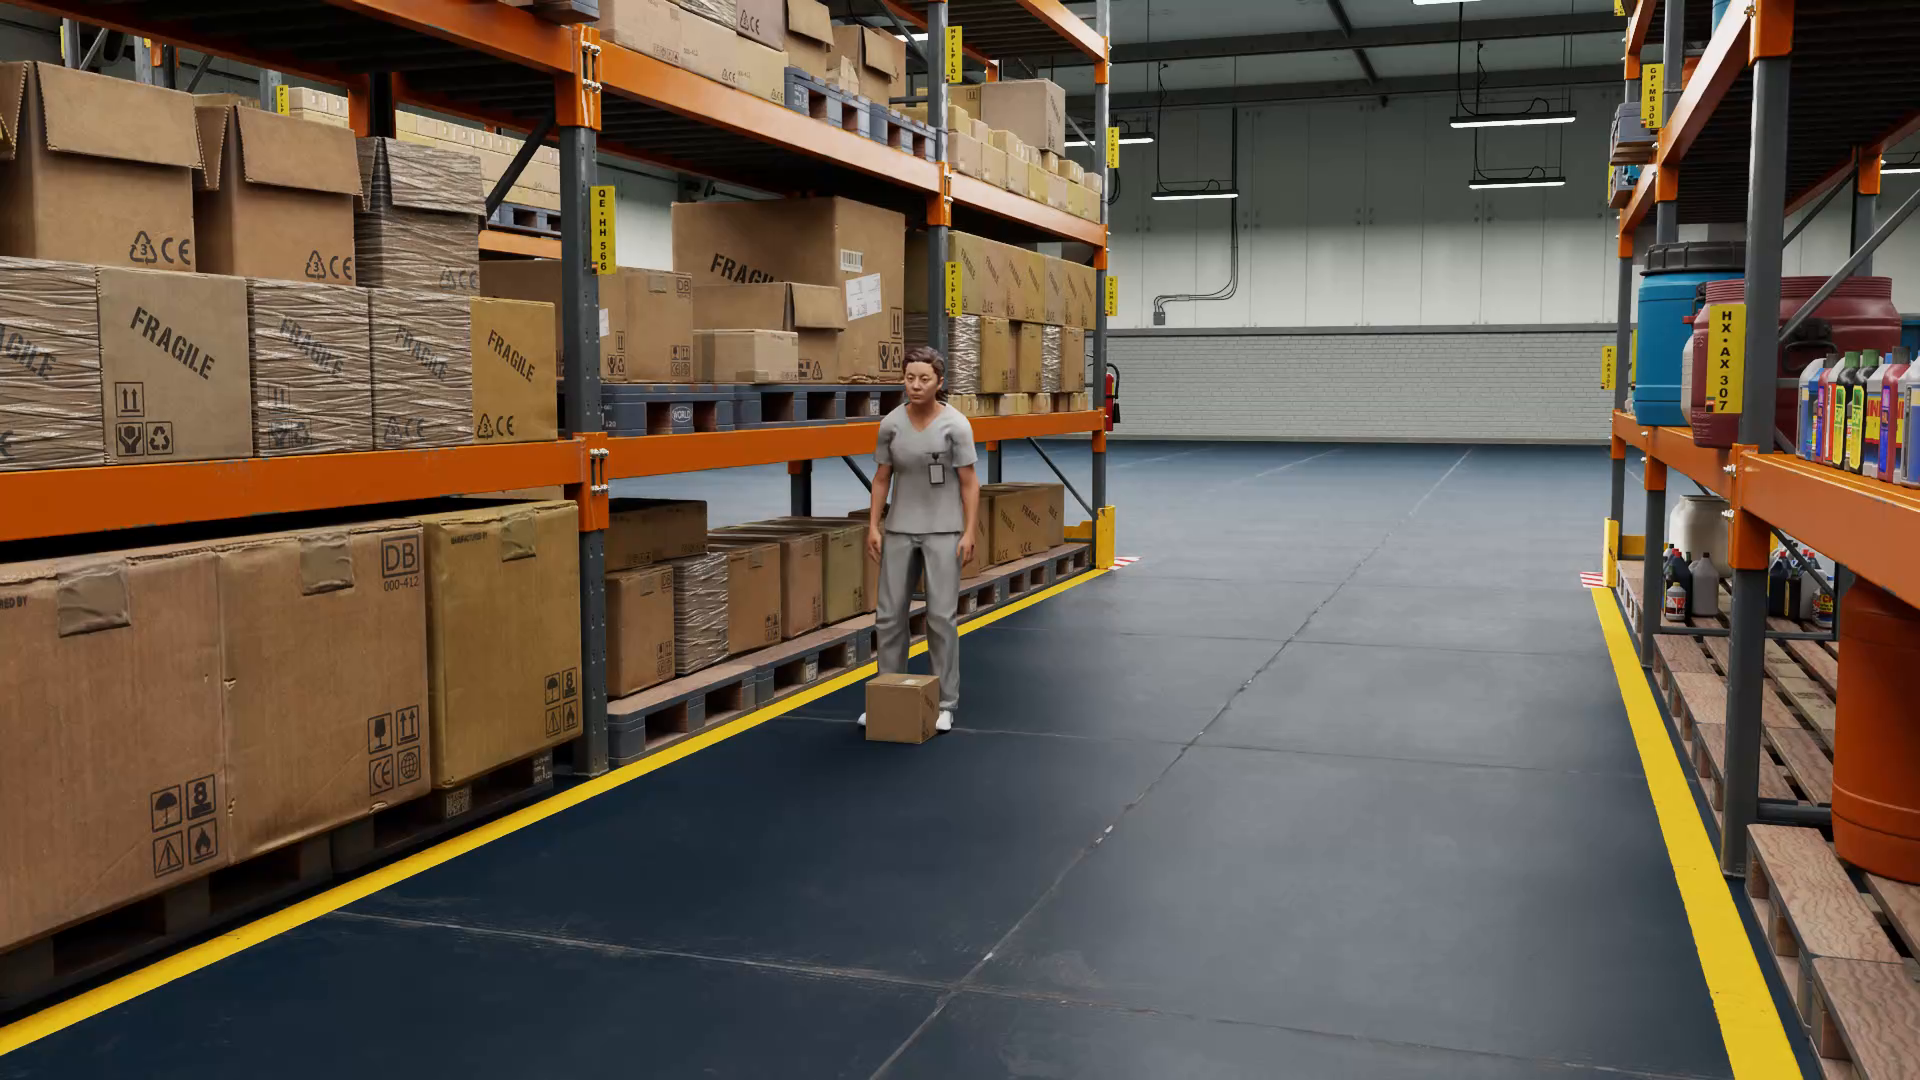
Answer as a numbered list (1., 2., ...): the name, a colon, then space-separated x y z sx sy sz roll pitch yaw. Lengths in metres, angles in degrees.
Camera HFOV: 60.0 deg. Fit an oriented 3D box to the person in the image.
1. person: -0.171 0.001 7.305 0.513 1.653 0.354 2 5 16
